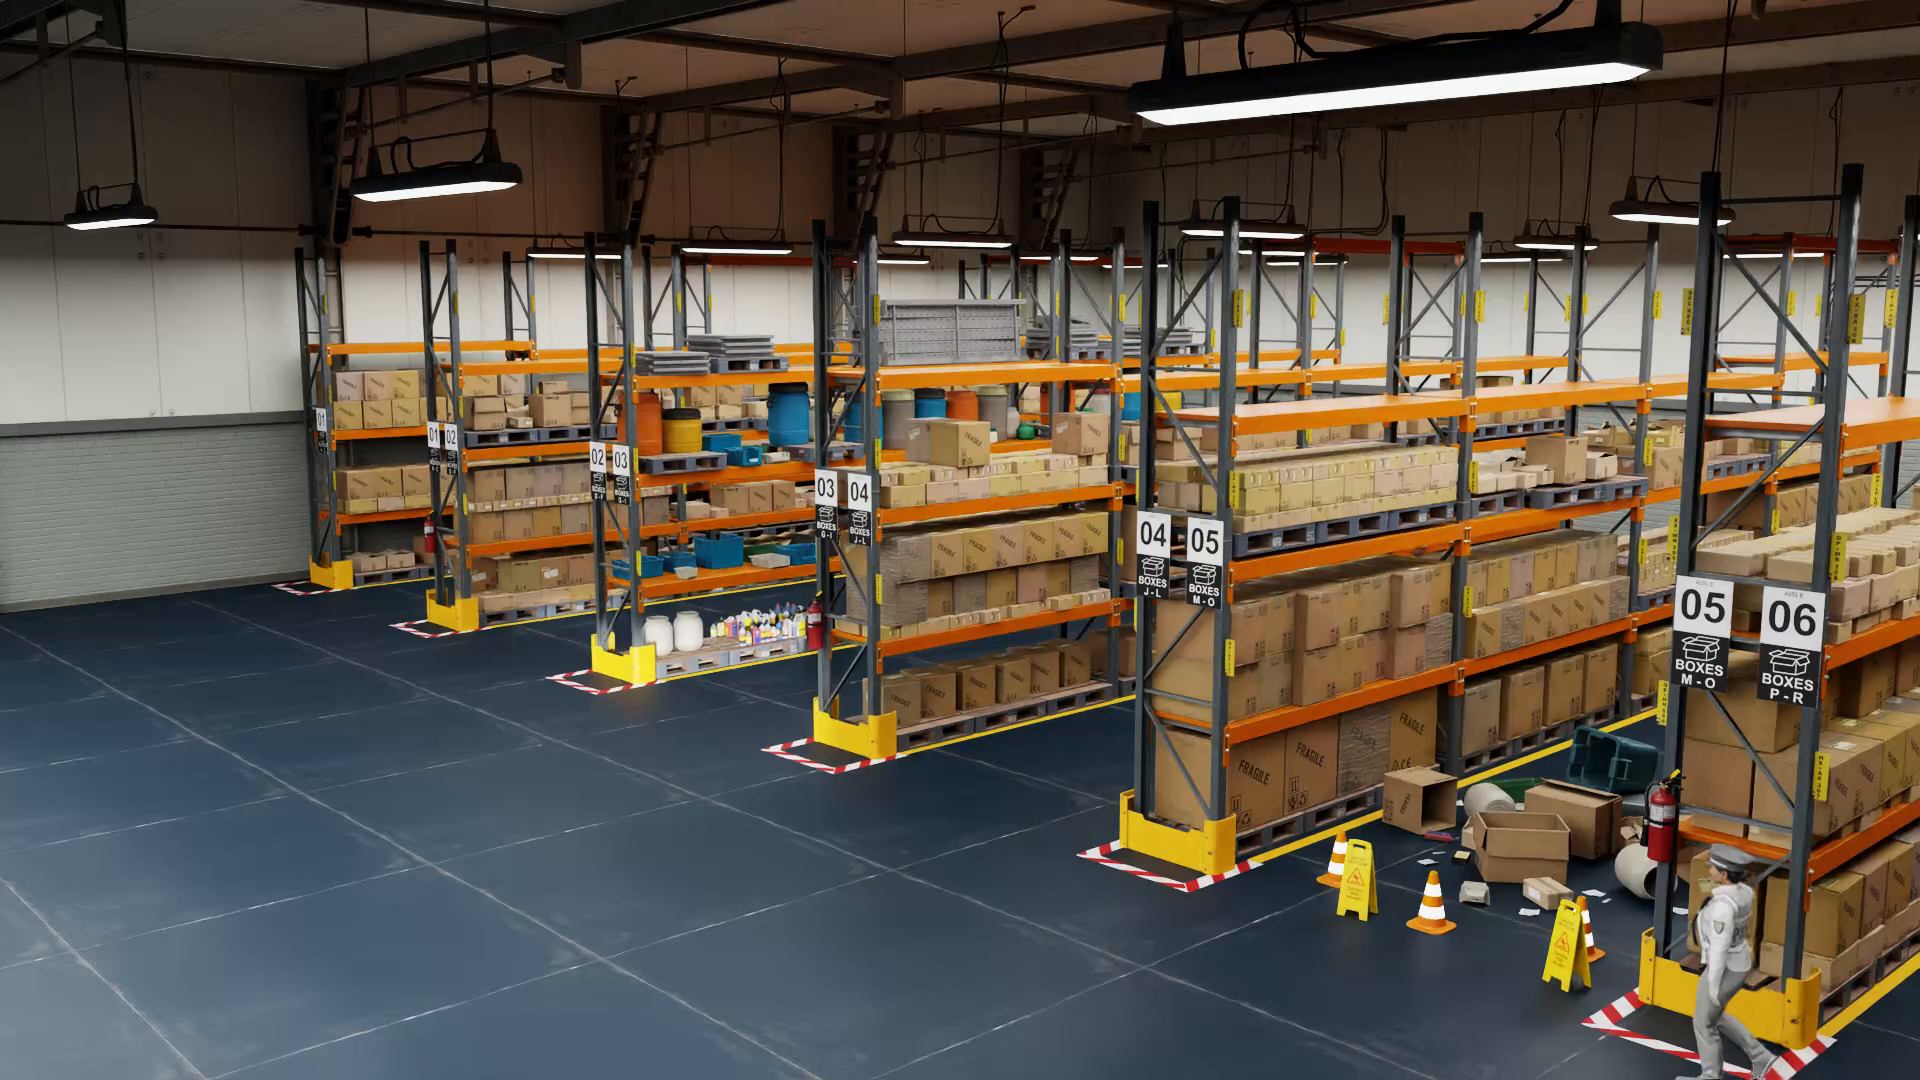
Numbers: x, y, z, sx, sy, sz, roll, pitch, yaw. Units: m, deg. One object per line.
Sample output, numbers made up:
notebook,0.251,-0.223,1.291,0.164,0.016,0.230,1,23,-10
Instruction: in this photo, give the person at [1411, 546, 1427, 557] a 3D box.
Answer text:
person,6.497,0.817,23.689,1.039,1.719,0.573,-7,11,-40

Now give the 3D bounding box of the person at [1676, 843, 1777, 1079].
person,4.953,2.775,10.671,0.574,1.659,0.503,5,10,33
